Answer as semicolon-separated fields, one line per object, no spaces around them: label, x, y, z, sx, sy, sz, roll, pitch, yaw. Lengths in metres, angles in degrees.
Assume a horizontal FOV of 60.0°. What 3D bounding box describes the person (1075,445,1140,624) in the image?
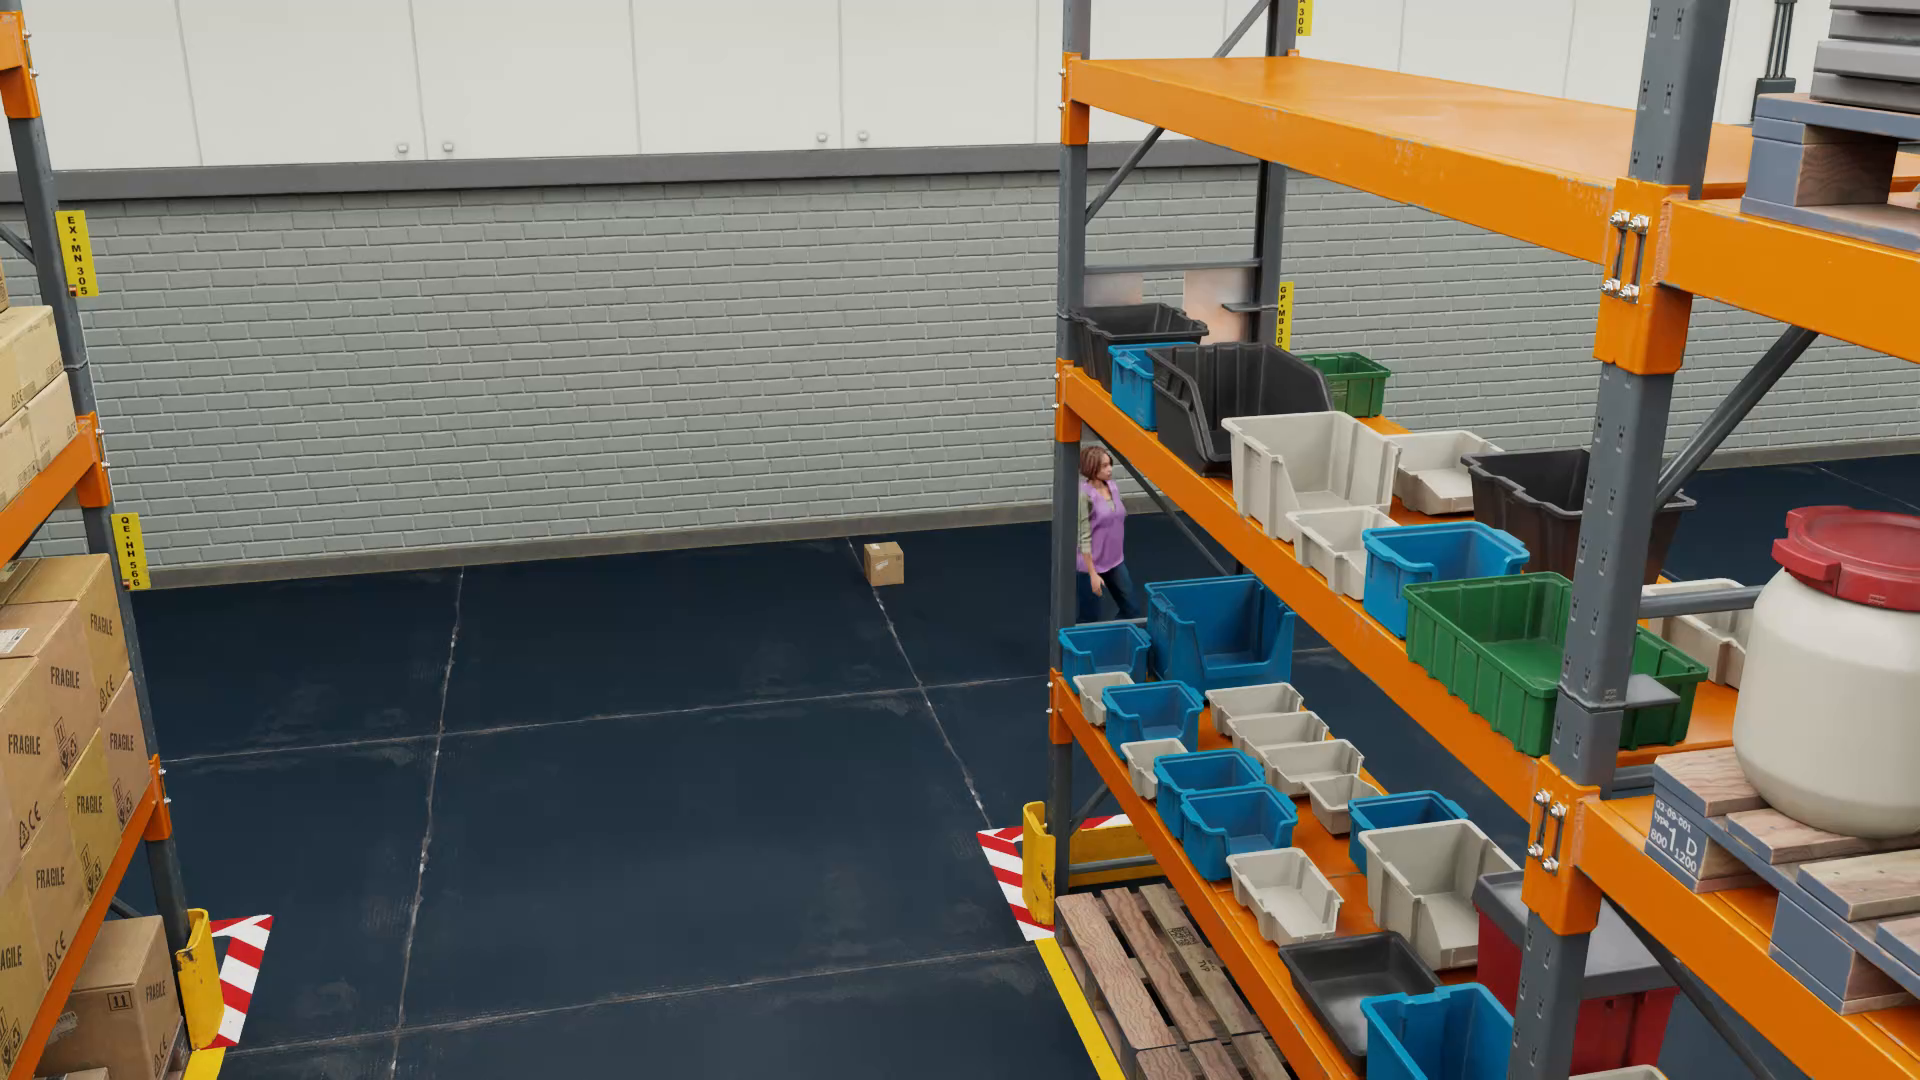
person;0.895;0.194;10.539;0.415;1.628;0.451;-17;26;-39
